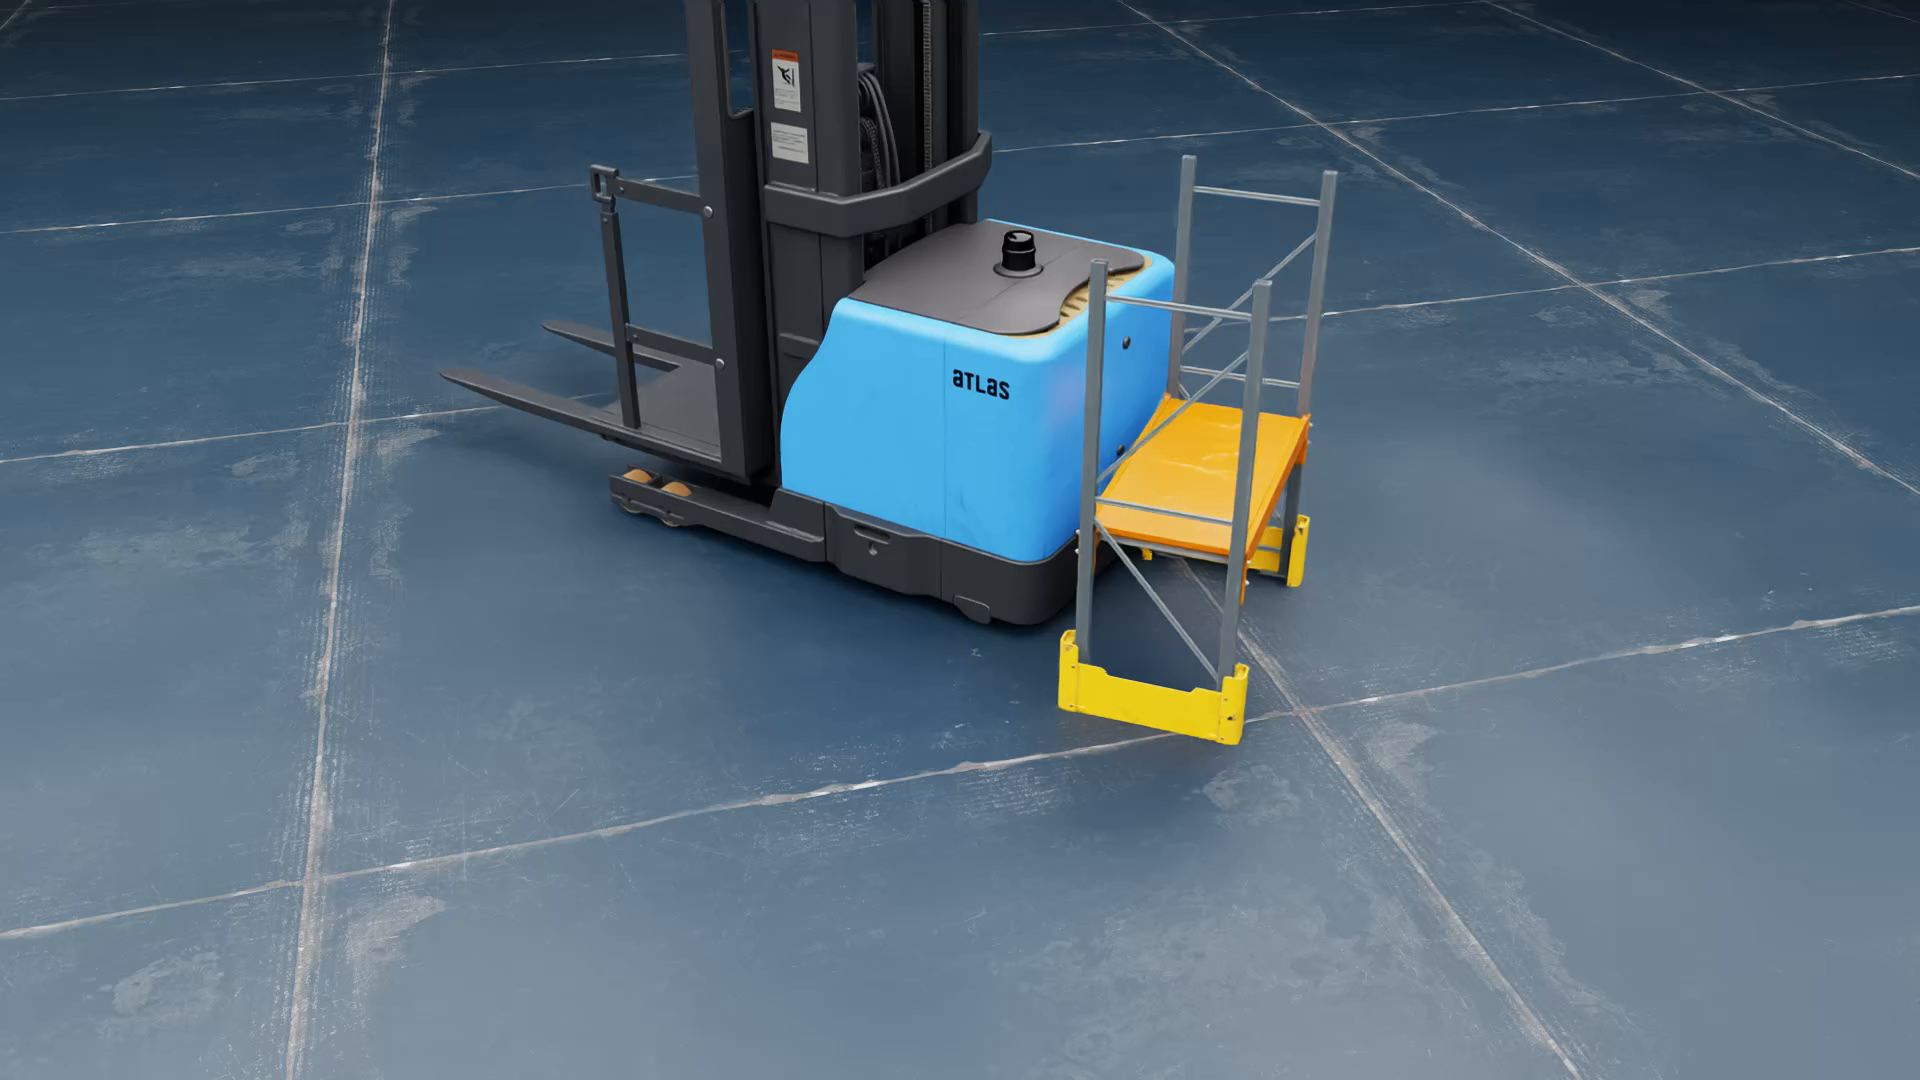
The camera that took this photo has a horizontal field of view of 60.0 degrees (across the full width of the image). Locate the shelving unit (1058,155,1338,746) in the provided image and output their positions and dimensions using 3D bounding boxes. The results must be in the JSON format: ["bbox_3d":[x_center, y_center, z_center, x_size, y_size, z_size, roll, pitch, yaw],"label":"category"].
[{"bbox_3d":[0.776,-0.314,5.295,0.587,1.500,1.083,11,32,18],"label":"shelving unit"}]

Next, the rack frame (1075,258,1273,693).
[{"bbox_3d":[0.598,-0.080,4.892,0.500,1.500,0.032,11,32,18],"label":"rack frame"}]

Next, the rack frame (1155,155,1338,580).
[{"bbox_3d":[0.960,-0.556,5.714,0.500,1.500,0.032,11,32,18],"label":"rack frame"}]

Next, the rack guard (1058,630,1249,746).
[{"bbox_3d":[0.599,0.460,5.206,0.587,0.250,0.087,11,32,18],"label":"rack guard"}]

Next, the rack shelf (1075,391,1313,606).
[{"bbox_3d":[0.779,-0.163,5.393,0.538,0.185,1.000,11,32,18],"label":"rack shelf"}]

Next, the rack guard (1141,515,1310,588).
[{"bbox_3d":[0.954,-0.006,6.011,0.587,0.250,0.087,11,32,18],"label":"rack guard"}]

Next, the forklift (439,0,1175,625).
[{"bbox_3d":[-0.748,-1.524,5.958,3.031,2.935,1.130,17,34,27],"label":"forklift"}]
